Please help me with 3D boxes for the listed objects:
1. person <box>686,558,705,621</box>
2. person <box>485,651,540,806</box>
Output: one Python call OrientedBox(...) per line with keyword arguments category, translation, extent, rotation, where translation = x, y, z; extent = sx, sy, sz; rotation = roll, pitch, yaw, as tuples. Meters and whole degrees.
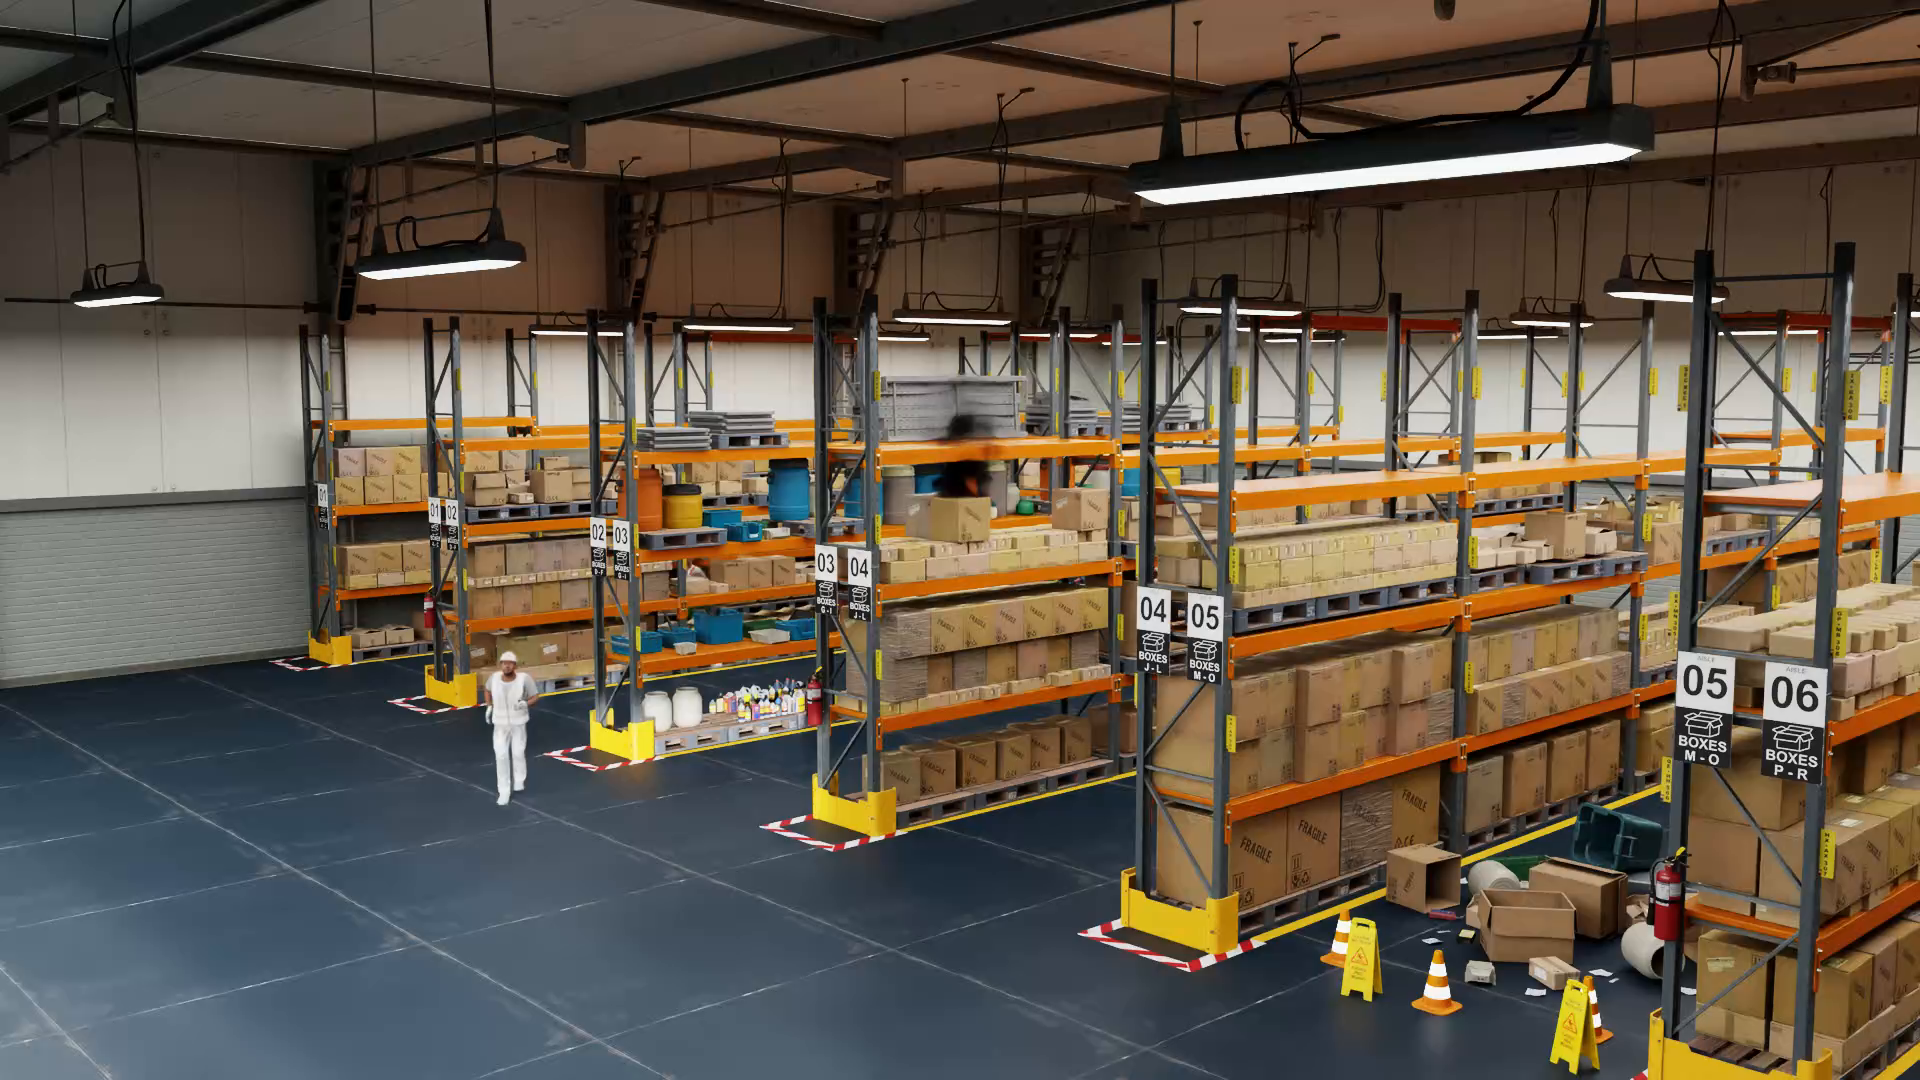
OrientedBox(category="person", translation=(-5.185, 1.084, 31.909), extent=(0.657, 1.742, 0.602), rotation=(4, 7, 36))
OrientedBox(category="person", translation=(-5.431, 2.248, 20.165), extent=(0.667, 1.832, 0.798), rotation=(-1, 6, -10))
